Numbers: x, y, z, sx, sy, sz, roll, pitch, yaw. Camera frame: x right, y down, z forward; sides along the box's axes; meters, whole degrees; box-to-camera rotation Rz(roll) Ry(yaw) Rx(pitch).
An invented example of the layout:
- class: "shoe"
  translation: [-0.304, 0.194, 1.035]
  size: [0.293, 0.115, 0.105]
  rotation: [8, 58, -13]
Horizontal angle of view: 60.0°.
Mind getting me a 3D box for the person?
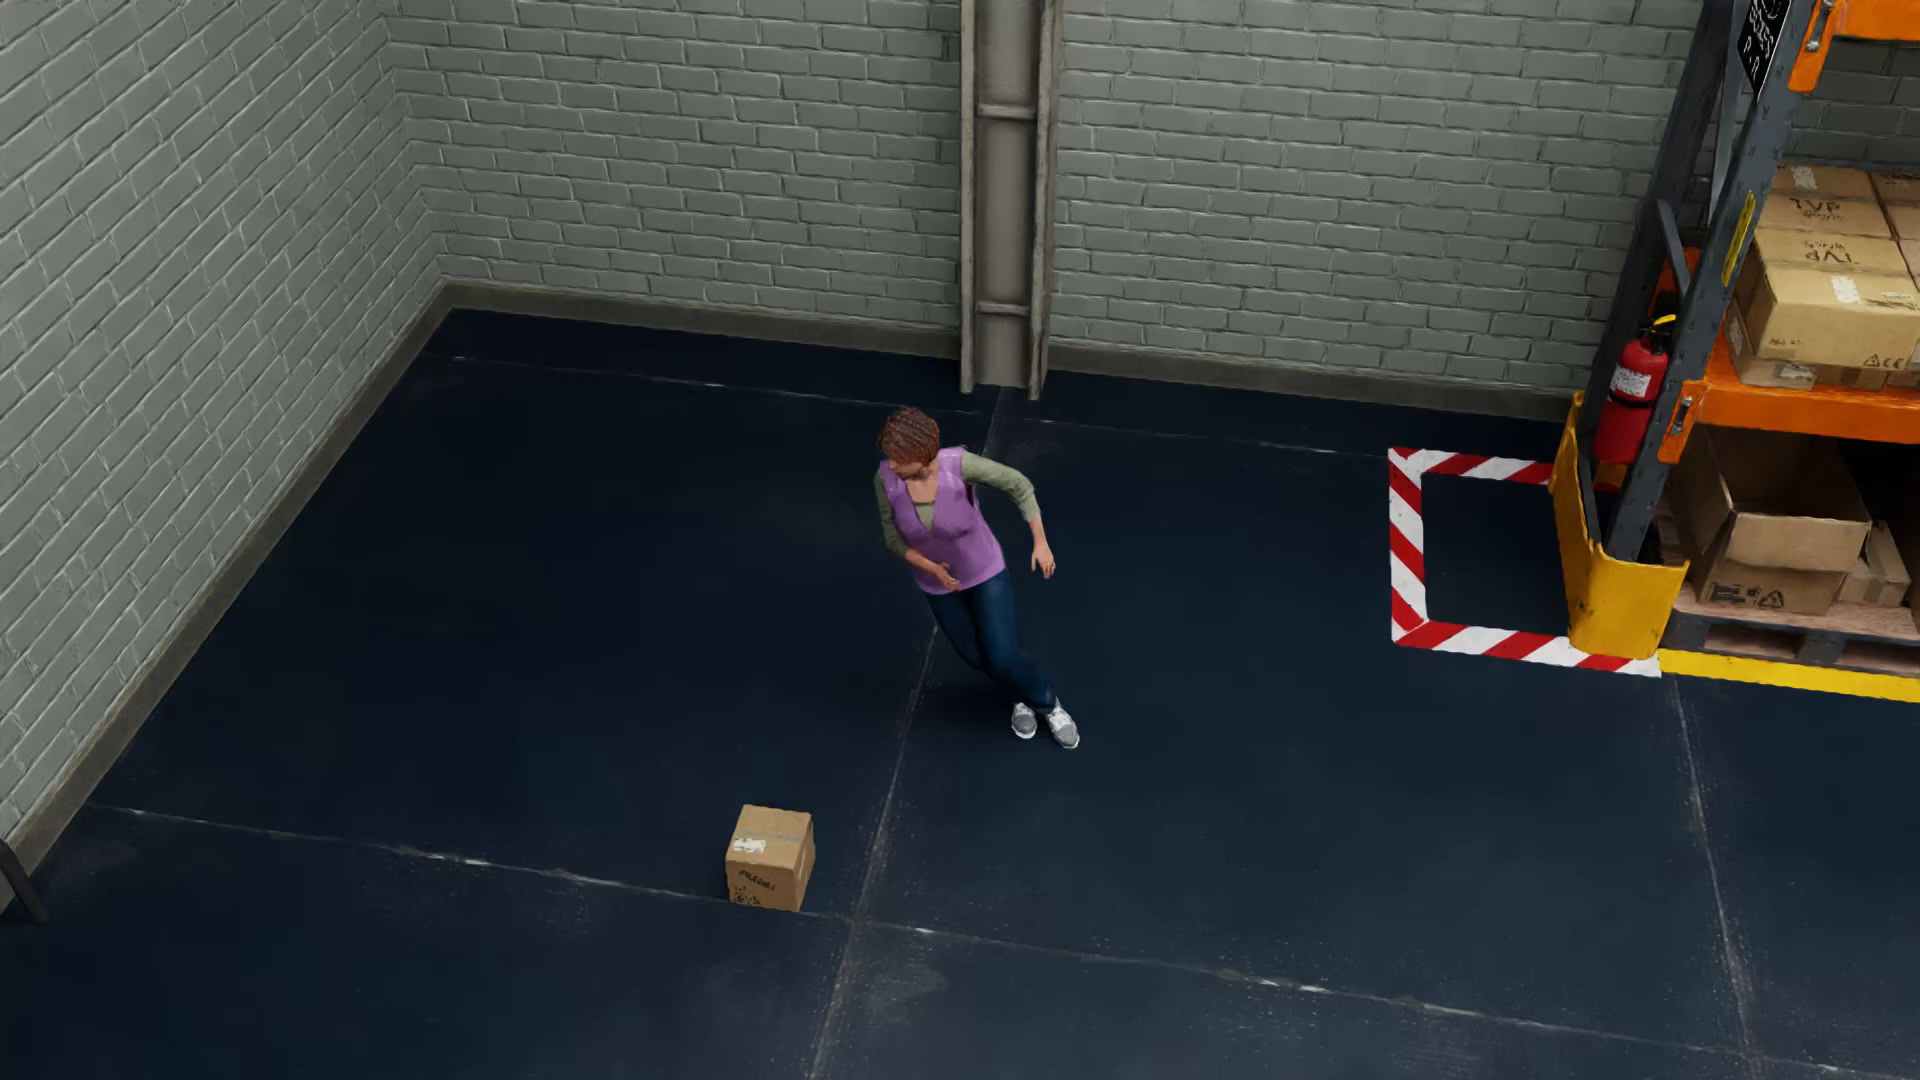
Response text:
- class: "person"
  translation: [0.078, 0.177, 6.044]
  size: [0.783, 1.486, 0.500]
  rotation: [4, 41, 5]
